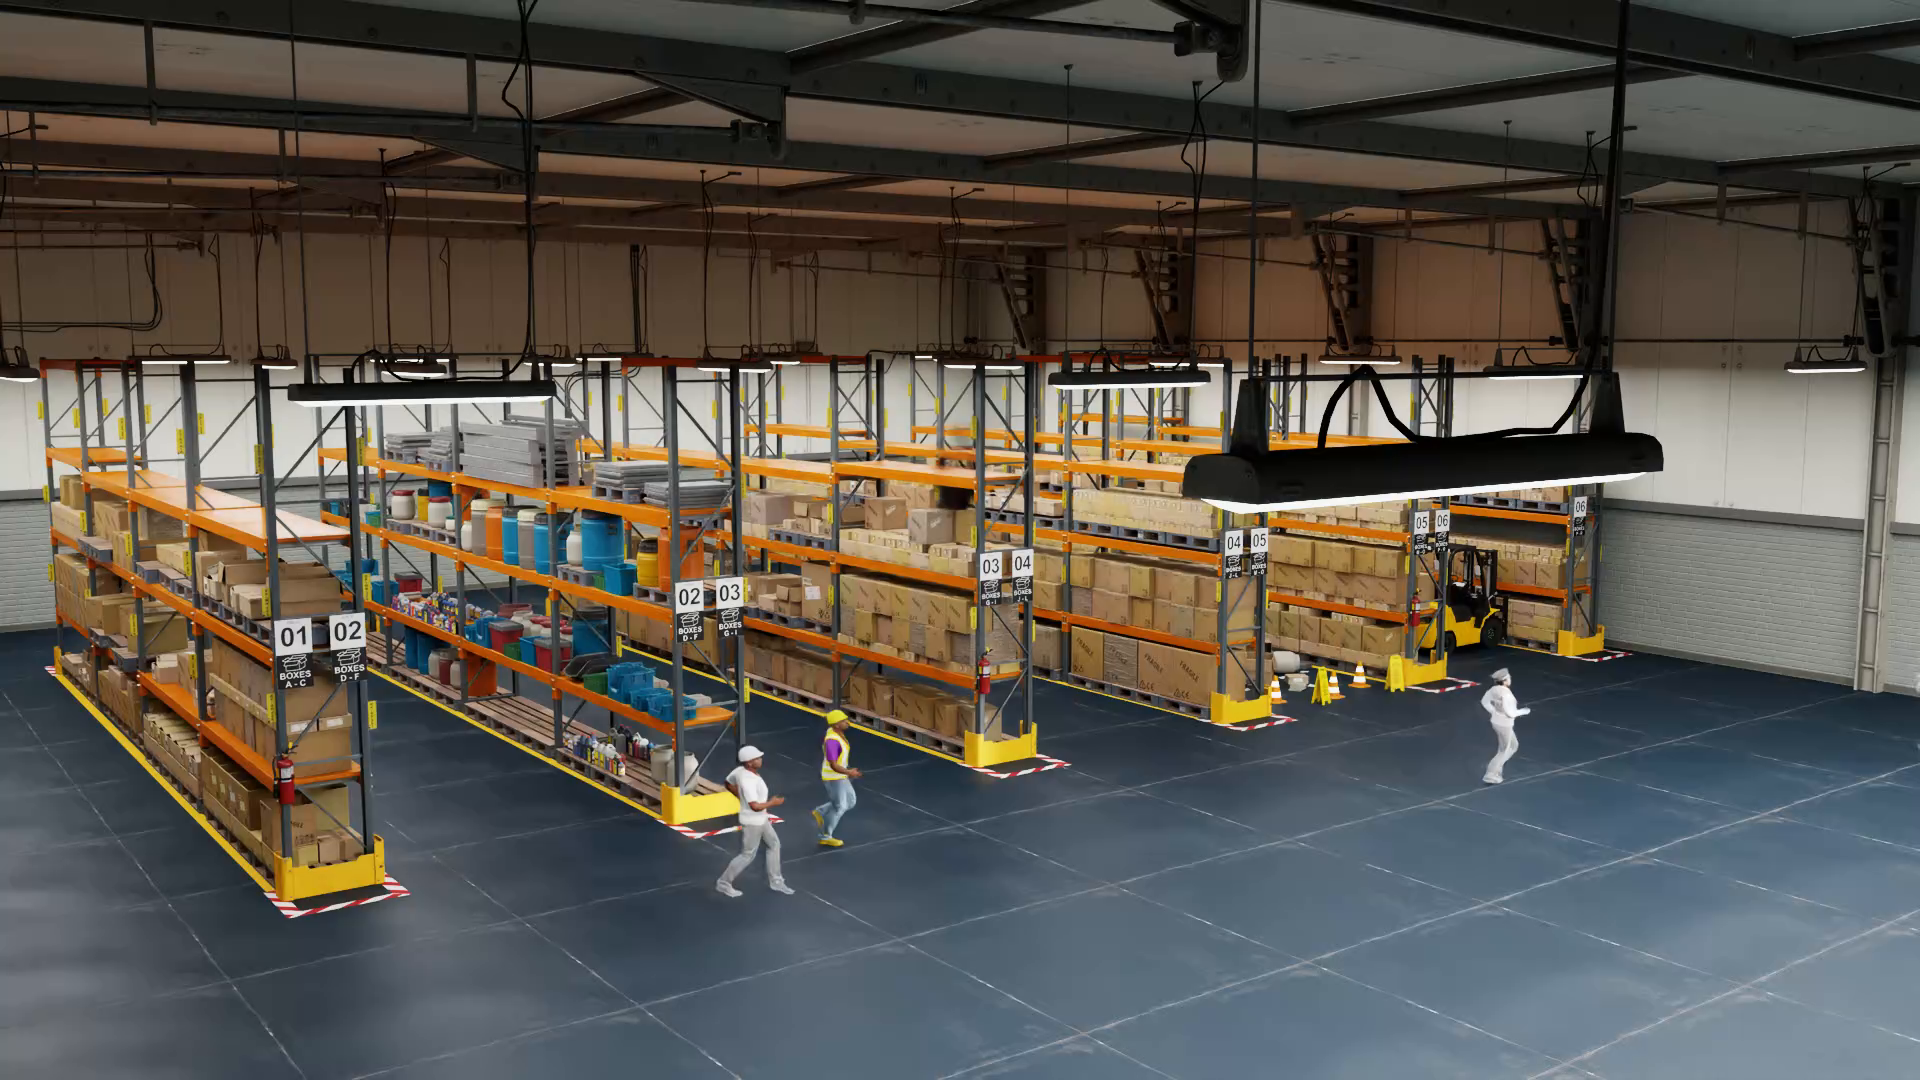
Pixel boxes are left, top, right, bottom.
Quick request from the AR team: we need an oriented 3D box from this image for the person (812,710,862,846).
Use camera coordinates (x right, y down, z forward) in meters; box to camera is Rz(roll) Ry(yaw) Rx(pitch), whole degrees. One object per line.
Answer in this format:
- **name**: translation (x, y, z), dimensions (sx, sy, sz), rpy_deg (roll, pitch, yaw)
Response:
- **person**: translation (-1.549, 2.973, 20.933), dimensions (0.647, 1.719, 0.739), rpy_deg (0, 7, -1)

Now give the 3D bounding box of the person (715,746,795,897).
- **person**: translation (-2.334, 3.200, 18.870), dimensions (0.896, 1.785, 0.704), rpy_deg (-1, 7, -8)

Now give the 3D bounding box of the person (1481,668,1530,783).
- **person**: translation (7.789, 2.654, 23.736), dimensions (0.614, 1.690, 0.596), rpy_deg (0, 7, -1)
